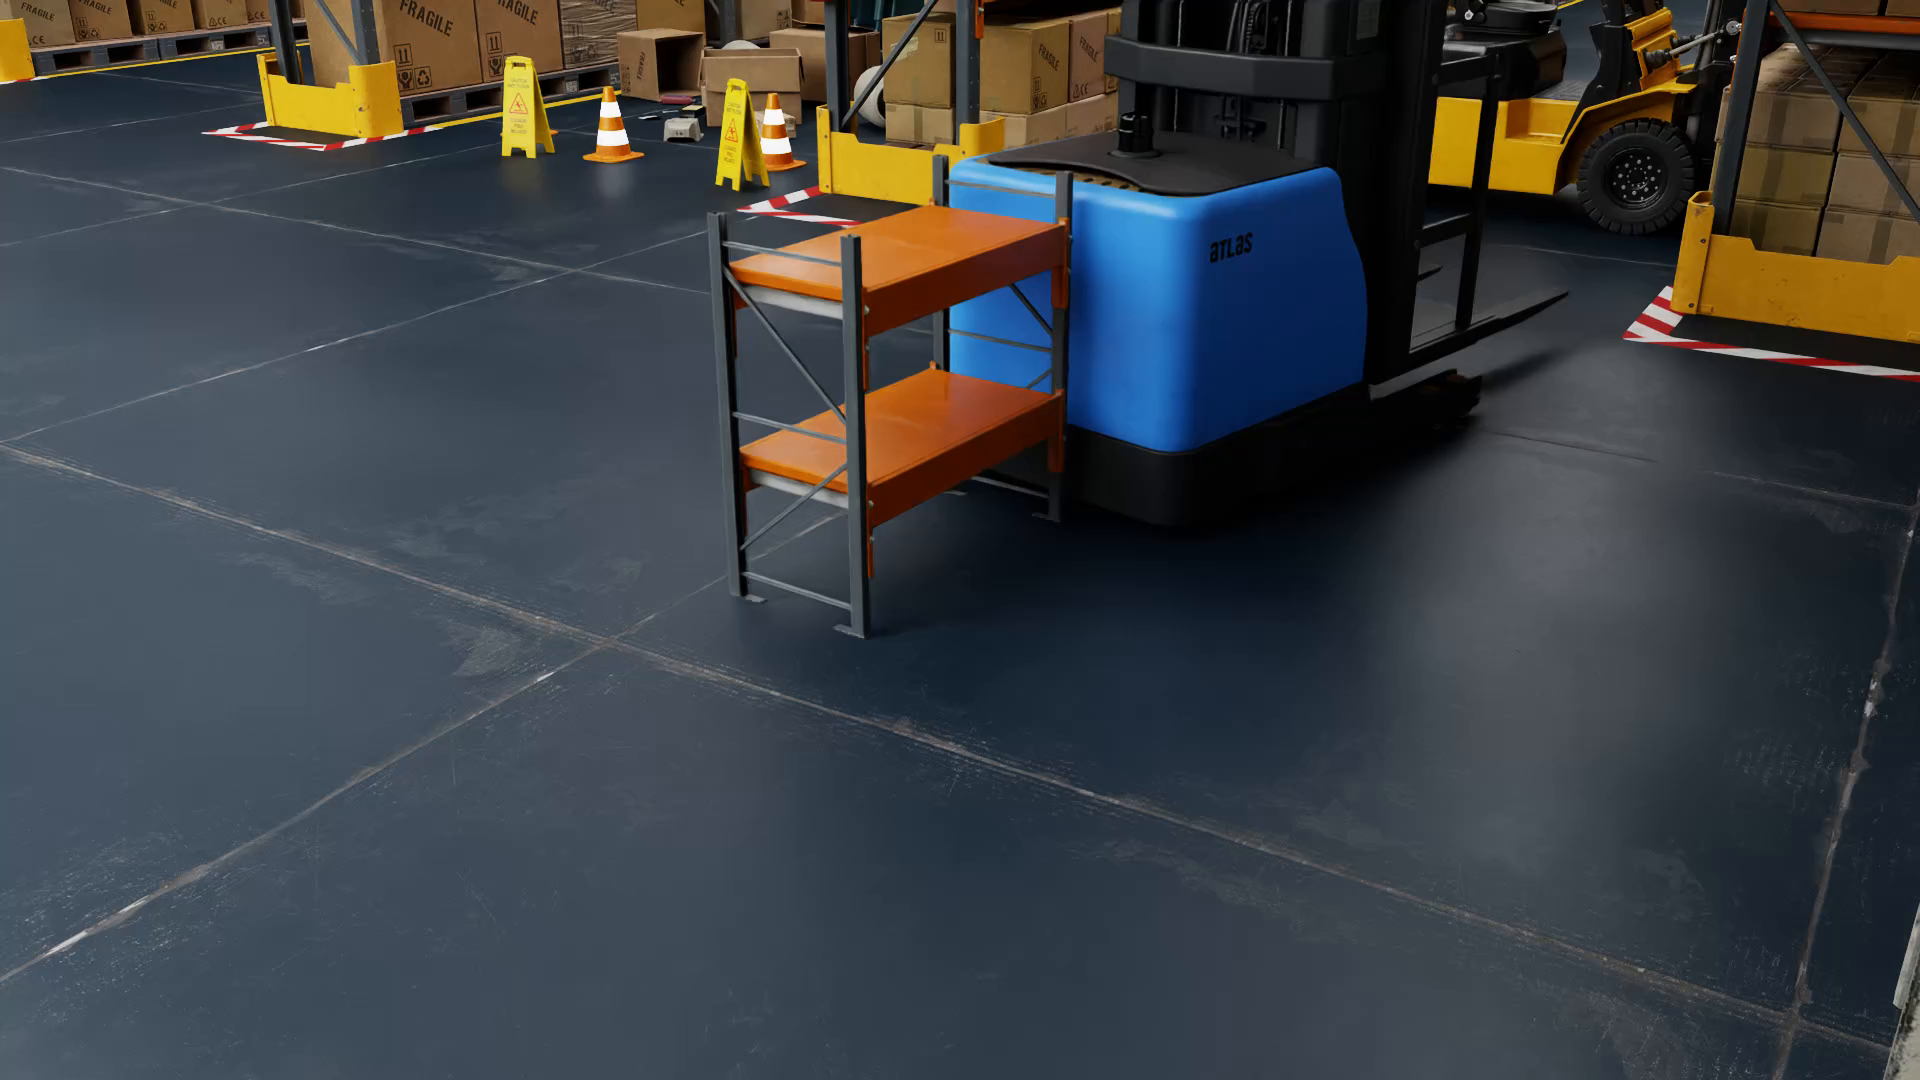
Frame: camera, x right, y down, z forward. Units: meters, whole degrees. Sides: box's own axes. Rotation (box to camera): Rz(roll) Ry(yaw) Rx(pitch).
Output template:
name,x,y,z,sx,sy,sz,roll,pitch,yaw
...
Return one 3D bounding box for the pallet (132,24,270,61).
name,x,y,z,sx,sy,sz,roll,pitch,yaw
pallet,-7.617,-4.921,16.352,1.003,0.211,1.213,14,27,29

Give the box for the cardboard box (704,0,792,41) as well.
name,x,y,z,sx,sy,sz,roll,pitch,yaw
cardboard box,-2.239,-5.164,15.705,1.050,0.750,0.750,14,27,29

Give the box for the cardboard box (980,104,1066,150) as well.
name,x,y,z,sx,sy,sz,roll,pitch,yaw
cardboard box,0.319,-2.567,10.336,0.500,0.250,0.500,14,27,29

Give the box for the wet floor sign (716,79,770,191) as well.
name,x,y,z,sx,sy,sz,roll,pitch,yaw
wet floor sign,-1.351,-2.501,10.216,0.232,0.644,0.267,-17,29,-35

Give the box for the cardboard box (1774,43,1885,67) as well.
name,x,y,z,sx,sy,sz,roll,pitch,yaw
cardboard box,4.651,-2.509,8.943,0.500,0.250,0.500,13,27,28

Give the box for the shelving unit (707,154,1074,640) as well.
name,x,y,z,sx,sy,sz,roll,pitch,yaw
shelving unit,-0.168,-0.467,4.912,0.538,1.125,1.048,16,28,32

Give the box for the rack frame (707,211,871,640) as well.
name,x,y,z,sx,sy,sz,roll,pitch,yaw
rack frame,-0.462,-0.302,4.531,0.500,1.125,0.032,16,28,32

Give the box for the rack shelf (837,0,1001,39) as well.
name,x,y,z,sx,sy,sz,roll,pitch,yaw
rack shelf,0.714,-3.766,11.080,1.077,0.370,4.000,14,27,29

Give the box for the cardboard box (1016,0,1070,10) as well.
name,x,y,z,sx,sy,sz,roll,pitch,yaw
cardboard box,0.404,-3.367,11.241,0.500,0.500,0.500,13,27,28

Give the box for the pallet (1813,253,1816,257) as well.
name,x,y,z,sx,sy,sz,roll,pitch,yaw
pallet,4.245,-1.370,8.149,1.003,0.211,1.213,14,27,29

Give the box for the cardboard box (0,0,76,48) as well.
name,x,y,z,sx,sy,sz,roll,pitch,yaw
cardboard box,-8.417,-4.751,15.067,0.500,0.500,0.500,20,30,38

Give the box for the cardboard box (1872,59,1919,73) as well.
name,x,y,z,sx,sy,sz,roll,pitch,yaw
cardboard box,4.825,-2.231,8.301,0.500,0.250,0.500,14,27,29

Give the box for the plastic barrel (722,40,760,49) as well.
name,x,y,z,sx,sy,sz,roll,pitch,yaw
plastic barrel,-1.785,-3.888,13.699,0.421,0.421,0.512,-7,24,-17

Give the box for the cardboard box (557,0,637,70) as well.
name,x,y,z,sx,sy,sz,roll,pitch,yaw
cardboard box,-3.353,-4.490,13.992,0.875,0.875,0.875,14,27,29

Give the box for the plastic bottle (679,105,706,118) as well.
name,x,y,z,sx,sy,sz,roll,pitch,yaw
plastic bottle,-2.051,-3.305,12.808,0.133,0.061,0.283,5,24,11

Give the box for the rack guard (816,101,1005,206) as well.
name,x,y,z,sx,sy,sz,roll,pitch,yaw
rack guard,-0.301,-2.300,9.934,1.175,0.500,0.348,14,27,29

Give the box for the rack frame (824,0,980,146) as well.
name,x,y,z,sx,sy,sz,roll,pitch,yaw
rack frame,-0.341,-3.422,9.378,1.000,3.000,0.127,14,27,29

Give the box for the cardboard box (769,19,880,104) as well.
name,x,y,z,sx,sy,sz,roll,pitch,yaw
cardboard box,-1.079,-3.779,13.175,0.797,0.637,0.503,14,27,29

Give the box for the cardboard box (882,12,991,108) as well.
name,x,y,z,sx,sy,sz,roll,pitch,yaw
cardboard box,-0.140,-3.022,10.443,0.500,0.500,0.500,14,27,29

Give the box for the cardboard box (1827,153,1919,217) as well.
name,x,y,z,sx,sy,sz,roll,pitch,yaw
cardboard box,4.302,-1.658,7.608,0.500,0.250,0.500,14,27,30

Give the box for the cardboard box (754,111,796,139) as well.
name,x,y,z,sx,sy,sz,roll,pitch,yaw
cardboard box,-1.366,-2.979,11.944,0.250,0.149,0.380,-12,26,-26

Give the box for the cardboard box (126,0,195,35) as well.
name,x,y,z,sx,sy,sz,roll,pitch,yaw
cardboard box,-7.784,-5.167,16.029,0.500,0.500,0.500,17,29,34

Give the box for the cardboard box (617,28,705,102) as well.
name,x,y,z,sx,sy,sz,roll,pitch,yaw
cardboard box,-2.437,-3.890,13.603,0.500,0.500,0.500,20,30,38

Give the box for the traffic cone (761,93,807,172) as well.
name,x,y,z,sx,sy,sz,roll,pitch,yaw
traffic cone,-1.210,-2.673,10.842,0.336,0.463,0.334,14,27,29

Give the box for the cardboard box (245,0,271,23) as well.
name,x,y,z,sx,sy,sz,roll,pitch,yaw
cardboard box,-7.191,-5.572,16.964,0.500,0.500,0.500,-18,29,-36

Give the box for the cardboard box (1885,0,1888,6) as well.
name,x,y,z,sx,sy,sz,roll,pitch,yaw
cardboard box,4.196,-2.823,7.869,0.500,0.500,0.500,15,27,31

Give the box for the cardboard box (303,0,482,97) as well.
name,x,y,z,sx,sy,sz,roll,pitch,yaw
cardboard box,-4.298,-3.885,12.595,0.875,0.875,0.875,14,27,29

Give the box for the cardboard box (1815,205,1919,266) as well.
name,x,y,z,sx,sy,sz,roll,pitch,yaw
cardboard box,4.303,-1.438,7.729,0.500,0.250,0.500,14,27,29

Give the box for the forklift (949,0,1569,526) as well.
name,x,y,z,sx,sy,sz,roll,pitch,yaw
forklift,1.337,-1.880,5.903,1.130,2.935,3.031,21,31,40

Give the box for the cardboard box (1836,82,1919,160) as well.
name,x,y,z,sx,sy,sz,roll,pitch,yaw
cardboard box,4.292,-1.895,7.525,0.500,0.250,0.500,13,27,28

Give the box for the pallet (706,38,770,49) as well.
name,x,y,z,sx,sy,sz,roll,pitch,yaw
pallet,-2.147,-4.771,16.006,1.003,0.211,1.213,14,27,29

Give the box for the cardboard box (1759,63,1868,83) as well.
name,x,y,z,sx,sy,sz,roll,pitch,yaw
cardboard box,4.120,-2.167,8.153,0.500,0.250,0.500,14,27,30

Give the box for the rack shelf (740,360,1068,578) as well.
name,x,y,z,sx,sy,sz,roll,pitch,yaw
rack shelf,-0.168,-0.242,5.009,0.538,0.278,1.000,16,28,32

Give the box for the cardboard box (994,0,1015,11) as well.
name,x,y,z,sx,sy,sz,roll,pitch,yaw
cardboard box,0.132,-3.541,10.827,0.380,0.149,0.250,14,27,30

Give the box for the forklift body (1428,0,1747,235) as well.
name,x,y,z,sx,sy,sz,roll,pitch,yaw
forklift body,3.328,-3.015,9.508,2.313,2.155,1.214,14,27,29

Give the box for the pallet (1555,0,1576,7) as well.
name,x,y,z,sx,sy,sz,roll,pitch,yaw
pallet,7.099,-6.846,20.798,1.003,0.211,1.213,14,27,29

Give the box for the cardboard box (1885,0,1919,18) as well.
name,x,y,z,sx,sy,sz,roll,pitch,yaw
cardboard box,4.375,-2.538,7.210,0.500,0.500,0.500,15,27,31

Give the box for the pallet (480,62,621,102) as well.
name,x,y,z,sx,sy,sz,roll,pitch,yaw
pallet,-3.600,-3.841,13.858,1.003,0.211,1.213,14,27,29

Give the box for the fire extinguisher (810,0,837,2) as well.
name,x,y,z,sx,sy,sz,roll,pitch,yaw
fire extinguisher,-0.793,-3.444,9.527,0.296,0.674,0.183,14,27,29

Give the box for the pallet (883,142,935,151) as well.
name,x,y,z,sx,sy,sz,roll,pitch,yaw
pallet,0.157,-2.434,10.608,1.003,0.211,1.213,14,27,29

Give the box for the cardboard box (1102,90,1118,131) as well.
name,x,y,z,sx,sy,sz,roll,pitch,yaw
cardboard box,0.872,-2.924,11.162,0.500,0.250,0.500,16,28,32

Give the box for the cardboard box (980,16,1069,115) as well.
name,x,y,z,sx,sy,sz,roll,pitch,yaw
cardboard box,0.331,-2.919,10.206,0.500,0.500,0.500,13,27,27

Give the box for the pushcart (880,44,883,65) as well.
name,x,y,z,sx,sy,sz,roll,pitch,yaw
pushcart,-0.195,-4.029,14.082,1.648,0.377,0.936,5,24,11

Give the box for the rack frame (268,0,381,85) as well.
name,x,y,z,sx,sy,sz,roll,pitch,yaw
rack frame,-4.600,-4.425,11.695,1.000,3.000,0.127,14,27,29

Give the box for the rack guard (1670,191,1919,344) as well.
name,x,y,z,sx,sy,sz,roll,pitch,yaw
rack guard,3.865,-1.227,7.456,1.175,0.500,0.348,14,27,29

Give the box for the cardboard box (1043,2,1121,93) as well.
name,x,y,z,sx,sy,sz,roll,pitch,yaw
cardboard box,0.875,-3.264,11.003,0.500,0.500,0.500,14,27,30
